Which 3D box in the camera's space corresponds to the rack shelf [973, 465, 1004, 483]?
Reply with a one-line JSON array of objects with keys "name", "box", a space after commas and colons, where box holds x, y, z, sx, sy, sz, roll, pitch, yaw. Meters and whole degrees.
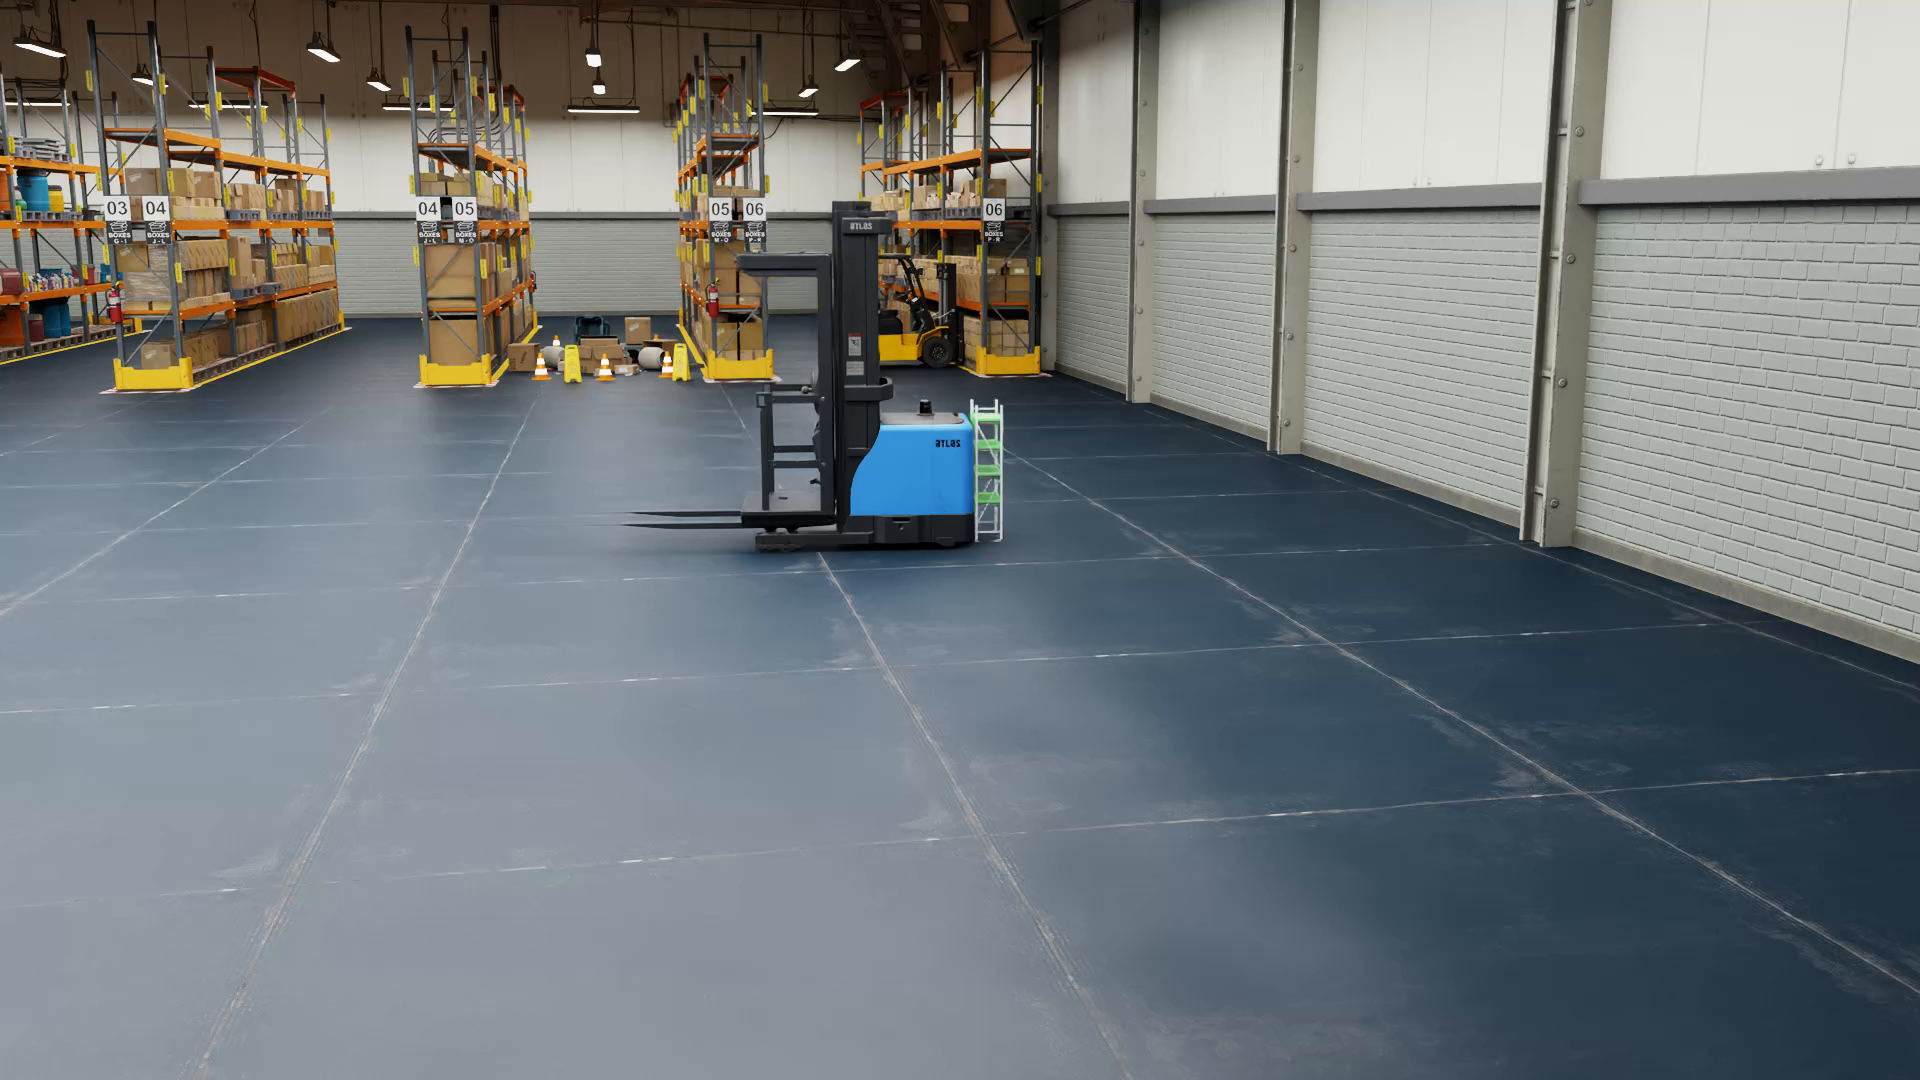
[{"name": "rack shelf", "box": [0.234, -0.560, 14.774, 0.258, 0.148, 0.480, -1, 11, -4]}]

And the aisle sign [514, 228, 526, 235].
[{"name": "aisle sign", "box": [-11.638, -8.450, 44.117, 0.394, 0.787, 0.004, -2, 11, -11]}]

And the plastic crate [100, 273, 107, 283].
[{"name": "plastic crate", "box": [-21.010, -6.387, 40.516, 0.416, 0.233, 0.300, -2, 11, -11]}]

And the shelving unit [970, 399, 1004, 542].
[{"name": "shelving unit", "box": [0.234, -0.623, 14.762, 0.258, 1.200, 0.503, -1, 11, -4]}]

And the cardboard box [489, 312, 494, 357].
[{"name": "cardboard box", "box": [-9.530, -3.992, 32.209, 0.875, 0.875, 0.875, -2, 11, -10]}]

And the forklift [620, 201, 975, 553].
[{"name": "forklift", "box": [-1.414, -1.434, 14.394, 3.031, 2.935, 1.130, -1, 11, -4]}]

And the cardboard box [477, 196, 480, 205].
[{"name": "cardboard box", "box": [-8.558, -5.894, 28.901, 0.380, 0.149, 0.250, -2, 11, -11]}]

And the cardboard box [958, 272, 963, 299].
[{"name": "cardboard box", "box": [0.244, -5.005, 32.702, 0.500, 0.500, 0.500, -2, 11, -11]}]

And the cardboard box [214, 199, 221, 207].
[{"name": "cardboard box", "box": [-14.122, -6.332, 31.257, 0.380, 0.149, 0.250, -2, 11, -9]}]

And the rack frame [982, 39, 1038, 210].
[{"name": "rack frame", "box": [0.898, -7.541, 30.249, 1.000, 3.000, 0.127, -2, 11, -11]}]

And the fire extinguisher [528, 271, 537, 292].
[{"name": "fire extinguisher", "box": [-11.514, -6.990, 44.605, 0.296, 0.674, 0.183, -2, 11, -11]}]

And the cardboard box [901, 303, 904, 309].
[{"name": "cardboard box", "box": [-1.233, -5.684, 40.363, 0.380, 0.149, 0.250, -3, 11, -14]}]

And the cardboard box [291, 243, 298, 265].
[{"name": "cardboard box", "box": [-15.892, -6.678, 38.811, 0.797, 0.503, 0.637, -2, 11, -12]}]

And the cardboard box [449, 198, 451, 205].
[{"name": "cardboard box", "box": [-9.551, -6.195, 30.482, 0.380, 0.149, 0.250, -2, 11, -10]}]

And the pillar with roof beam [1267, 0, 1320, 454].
[{"name": "pillar with roof beam", "box": [-0.242, -5.344, 18.706, 9.100, 9.000, 0.400, -2, 11, -11]}]

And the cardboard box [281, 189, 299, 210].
[{"name": "cardboard box", "box": [-16.236, -8.173, 39.932, 0.700, 0.500, 0.500, -3, 11, -14]}]

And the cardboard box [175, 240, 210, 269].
[{"name": "cardboard box", "box": [-13.823, -5.125, 29.861, 0.500, 0.500, 0.500, -2, 11, -11]}]

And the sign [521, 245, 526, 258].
[{"name": "sign", "box": [-10.596, -7.005, 40.379, 0.100, 0.325, 0.005, -2, 11, -11]}]

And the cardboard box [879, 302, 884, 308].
[{"name": "cardboard box", "box": [-1.858, -6.042, 43.983, 0.700, 0.500, 0.500, -3, 11, -13]}]

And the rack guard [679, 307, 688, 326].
[{"name": "rack guard", "box": [-7.087, -6.124, 45.532, 1.175, 0.500, 0.348, -2, 11, -11]}]

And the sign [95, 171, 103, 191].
[{"name": "sign", "box": [-14.239, -5.944, 27.514, 0.100, 0.325, 0.005, -2, 11, -11]}]

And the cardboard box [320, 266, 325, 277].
[{"name": "cardboard box", "box": [-16.146, -6.698, 41.472, 0.500, 0.250, 0.500, -2, 11, -11]}]

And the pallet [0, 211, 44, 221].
[{"name": "pallet", "box": [-20.158, -6.864, 35.220, 1.003, 0.211, 1.213, -2, 11, -11]}]

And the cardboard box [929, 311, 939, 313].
[{"name": "cardboard box", "box": [-0.284, -4.743, 36.821, 0.875, 0.625, 0.625, -3, 11, -13]}]

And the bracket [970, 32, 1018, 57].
[{"name": "bracket", "box": [0.717, -10.005, 33.570, 0.076, 0.066, 4.783, -2, 11, -11]}]

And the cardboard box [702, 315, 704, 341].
[{"name": "cardboard box", "box": [-4.898, -4.252, 33.240, 0.500, 0.500, 0.500, -2, 11, -8]}]

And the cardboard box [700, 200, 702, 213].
[{"name": "cardboard box", "box": [-4.737, -6.415, 31.961, 0.500, 0.250, 0.500, -2, 11, -10]}]

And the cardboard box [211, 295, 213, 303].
[{"name": "cardboard box", "box": [-14.032, -4.447, 30.710, 0.380, 0.149, 0.250, -2, 11, -11]}]

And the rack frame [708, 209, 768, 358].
[{"name": "rack frame", "box": [-3.970, -4.413, 29.858, 1.000, 3.000, 0.127, -2, 11, -11]}]

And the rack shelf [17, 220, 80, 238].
[{"name": "rack shelf", "box": [-20.494, -6.826, 36.441, 1.077, 0.370, 4.000, -2, 11, -11]}]

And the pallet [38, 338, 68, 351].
[{"name": "pallet", "box": [-20.533, -4.336, 36.913, 1.003, 0.211, 1.213, -2, 11, -11]}]

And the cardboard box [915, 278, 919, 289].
[{"name": "cardboard box", "box": [-0.718, -5.805, 37.573, 0.500, 0.250, 0.500, -2, 11, -12]}]

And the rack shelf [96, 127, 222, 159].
[{"name": "rack shelf", "box": [-14.080, -7.011, 29.398, 1.077, 0.370, 4.000, -2, 11, -11]}]

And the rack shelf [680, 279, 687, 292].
[{"name": "rack shelf", "box": [-6.693, -6.627, 43.416, 1.077, 0.370, 4.000, -2, 11, -11]}]

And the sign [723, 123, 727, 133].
[{"name": "sign", "box": [-5.774, -10.080, 40.881, 0.100, 0.325, 0.005, -2, 11, -11]}]

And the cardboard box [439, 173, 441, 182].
[{"name": "cardboard box", "box": [-9.251, -6.307, 28.935, 0.380, 0.149, 0.250, -2, 11, -11]}]

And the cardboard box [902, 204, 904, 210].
[{"name": "cardboard box", "box": [-1.188, -7.950, 39.755, 0.380, 0.149, 0.250, -2, 11, -9]}]

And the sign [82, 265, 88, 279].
[{"name": "sign", "box": [-20.343, -6.229, 38.659, 0.100, 0.325, 0.005, -2, 11, -11]}]

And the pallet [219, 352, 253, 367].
[{"name": "pallet", "box": [-14.622, -3.559, 32.829, 1.003, 0.211, 1.213, -2, 11, -11]}]

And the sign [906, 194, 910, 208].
[{"name": "sign", "box": [-1.191, -7.769, 38.088, 0.100, 0.325, 0.005, -2, 11, -11]}]

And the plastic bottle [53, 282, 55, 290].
[{"name": "plastic bottle", "box": [-20.200, -5.668, 36.984, 0.097, 0.201, 0.097, 0, 11, 0]}]

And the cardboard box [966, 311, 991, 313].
[{"name": "cardboard box", "box": [0.406, -4.591, 34.351, 0.500, 0.250, 0.500, -2, 11, -10]}]

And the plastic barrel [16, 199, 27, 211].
[{"name": "plastic barrel", "box": [-20.086, -7.146, 35.487, 0.294, 0.245, 0.294, 0, 11, 0]}]

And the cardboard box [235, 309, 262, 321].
[{"name": "cardboard box", "box": [-15.087, -4.754, 35.156, 0.500, 0.250, 0.500, -2, 11, -9]}]

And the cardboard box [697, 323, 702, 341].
[{"name": "cardboard box", "box": [-5.275, -4.556, 36.517, 0.950, 0.372, 0.625, -2, 11, -12]}]
